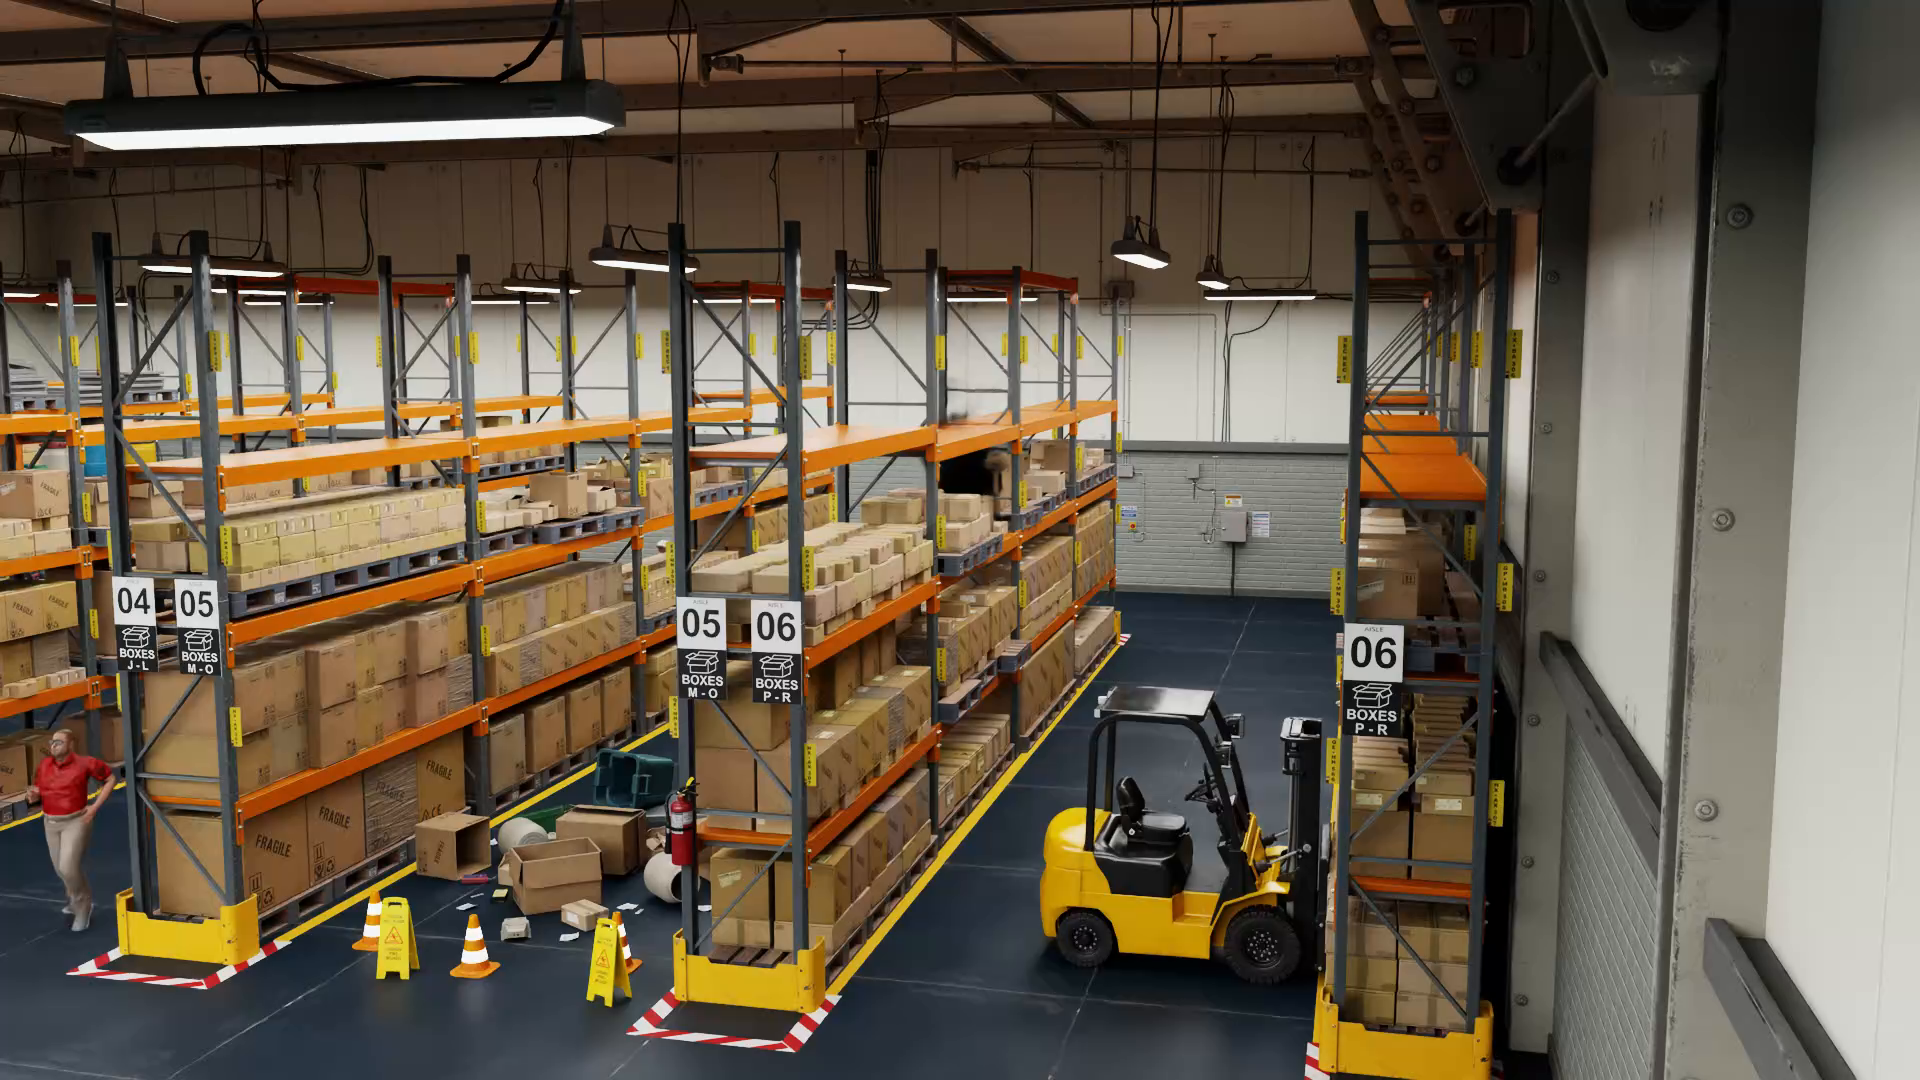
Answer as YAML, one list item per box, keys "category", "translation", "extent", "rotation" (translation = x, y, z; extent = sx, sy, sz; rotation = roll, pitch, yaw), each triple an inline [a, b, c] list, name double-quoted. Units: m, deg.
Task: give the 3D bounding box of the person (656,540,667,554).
- category: "person"
  translation: [-4.965, 0.895, 27.865]
  extent: [0.695, 1.806, 0.686]
  rotation: [3, 7, 20]

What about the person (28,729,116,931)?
- category: "person"
  translation: [-7.846, 2.559, 14.618]
  extent: [0.658, 1.813, 0.680]
  rotation: [1, 7, 10]
